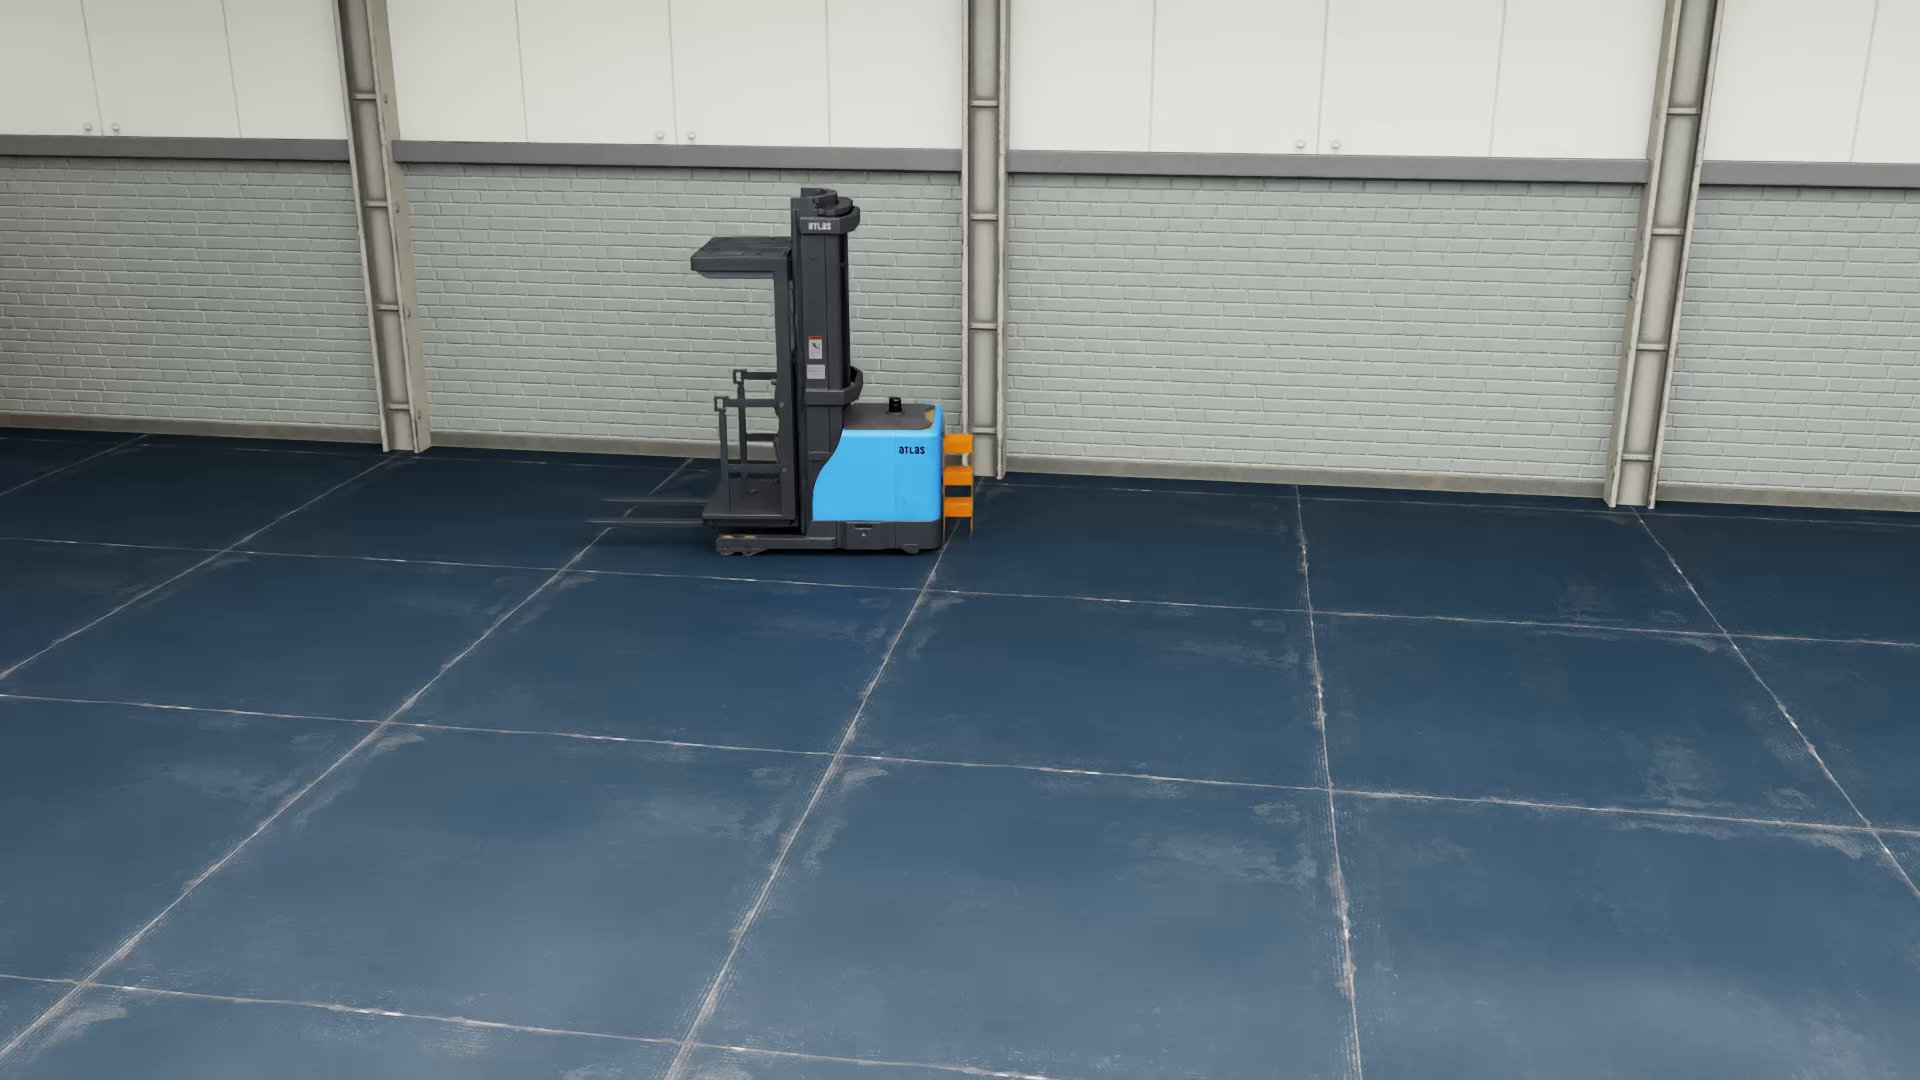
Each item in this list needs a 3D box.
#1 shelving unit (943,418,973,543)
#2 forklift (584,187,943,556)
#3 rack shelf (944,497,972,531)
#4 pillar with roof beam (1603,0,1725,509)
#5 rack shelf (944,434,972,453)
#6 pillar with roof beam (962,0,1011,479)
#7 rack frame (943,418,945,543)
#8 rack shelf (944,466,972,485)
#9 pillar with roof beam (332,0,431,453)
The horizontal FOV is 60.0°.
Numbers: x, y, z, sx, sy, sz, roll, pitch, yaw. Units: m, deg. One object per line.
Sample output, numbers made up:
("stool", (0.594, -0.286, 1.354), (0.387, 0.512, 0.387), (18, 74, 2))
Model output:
("shelving unit", (-0.015, -0.505, 14.156), (0.252, 1.050, 0.215), (0, 18, 1))
("forklift", (-1.661, -1.426, 13.947), (3.031, 2.935, 1.130), (0, 19, 1))
("rack shelf", (-0.015, -0.231, 14.246), (0.240, 0.259, 0.215), (0, 18, 1))
("pillar with roof beam", (5.477, -3.262, 9.870), (0.400, 9.000, 9.100), (3, 19, 9))
("rack shelf", (-0.015, -0.764, 14.070), (0.240, 0.259, 0.215), (0, 18, 1))
("pillar with roof beam", (-0.447, -3.564, 10.772), (0.400, 9.000, 9.100), (3, 19, 9))
("rack frame", (-0.137, -0.506, 14.159), (0.008, 1.050, 0.200), (0, 18, 1))
("rack shelf", (-0.015, -0.495, 14.159), (0.240, 0.259, 0.215), (0, 18, 1))
("pillar with roof beam", (-6.371, -3.866, 11.675), (0.400, 9.000, 9.100), (3, 19, 9))
